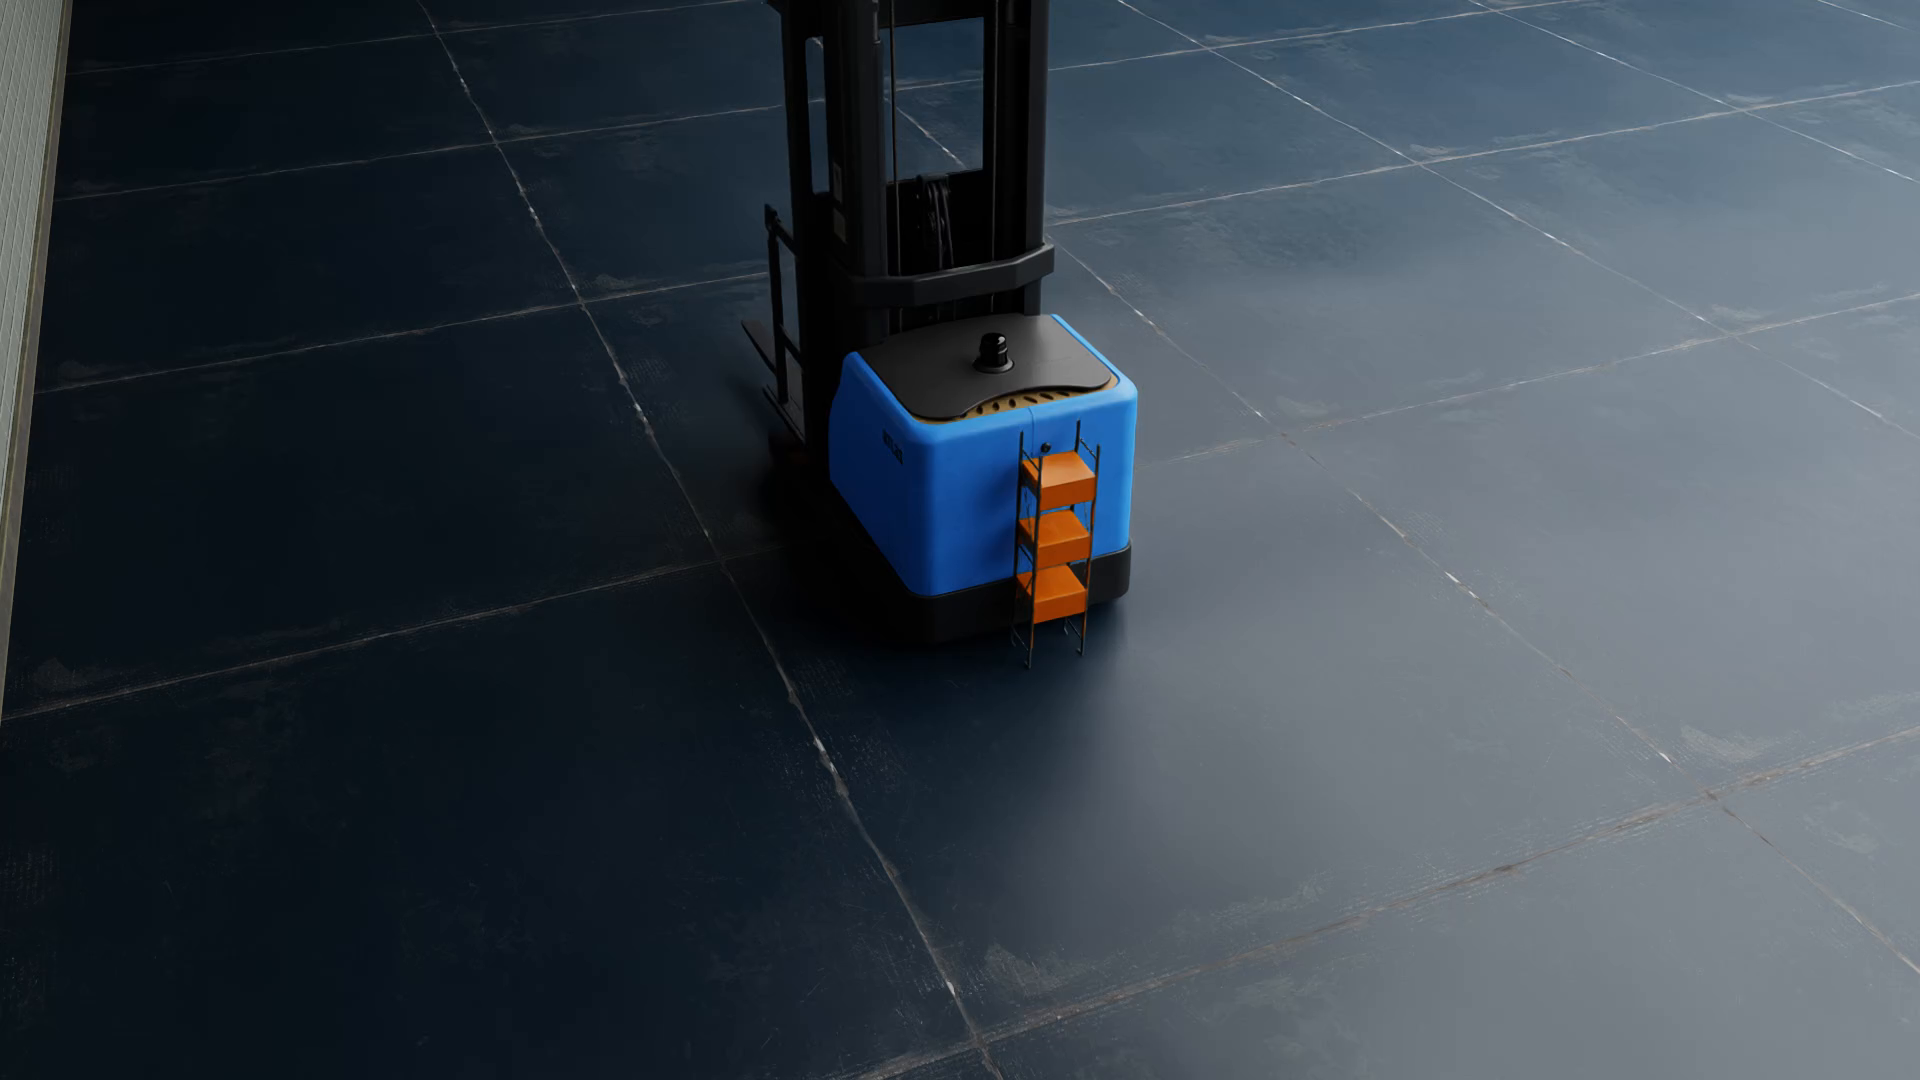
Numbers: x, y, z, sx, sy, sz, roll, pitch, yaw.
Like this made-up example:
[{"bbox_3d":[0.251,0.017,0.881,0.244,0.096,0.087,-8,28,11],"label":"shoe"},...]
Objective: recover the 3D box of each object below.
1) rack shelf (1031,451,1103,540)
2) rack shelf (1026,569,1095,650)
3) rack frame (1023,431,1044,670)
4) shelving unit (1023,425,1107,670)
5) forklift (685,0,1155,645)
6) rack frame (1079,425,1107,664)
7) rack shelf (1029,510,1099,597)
[{"bbox_3d":[0.416,-0.174,6.545,0.240,0.259,0.215,-5,37,-8],"label":"rack shelf"},{"bbox_3d":[0.412,0.280,6.876,0.240,0.259,0.215,-5,37,-8],"label":"rack shelf"},{"bbox_3d":[0.294,0.058,6.688,0.008,1.050,0.200,-5,37,-8],"label":"rack frame"},{"bbox_3d":[0.414,0.046,6.706,0.252,1.050,0.215,-5,37,-8],"label":"shelving unit"},{"bbox_3d":[-0.397,-1.555,7.453,1.130,2.935,3.031,-19,38,-27],"label":"forklift"},{"bbox_3d":[0.534,0.035,6.723,0.008,1.050,0.200,-5,37,-8],"label":"rack frame"},{"bbox_3d":[0.414,0.055,6.712,0.240,0.259,0.215,-5,37,-8],"label":"rack shelf"}]
